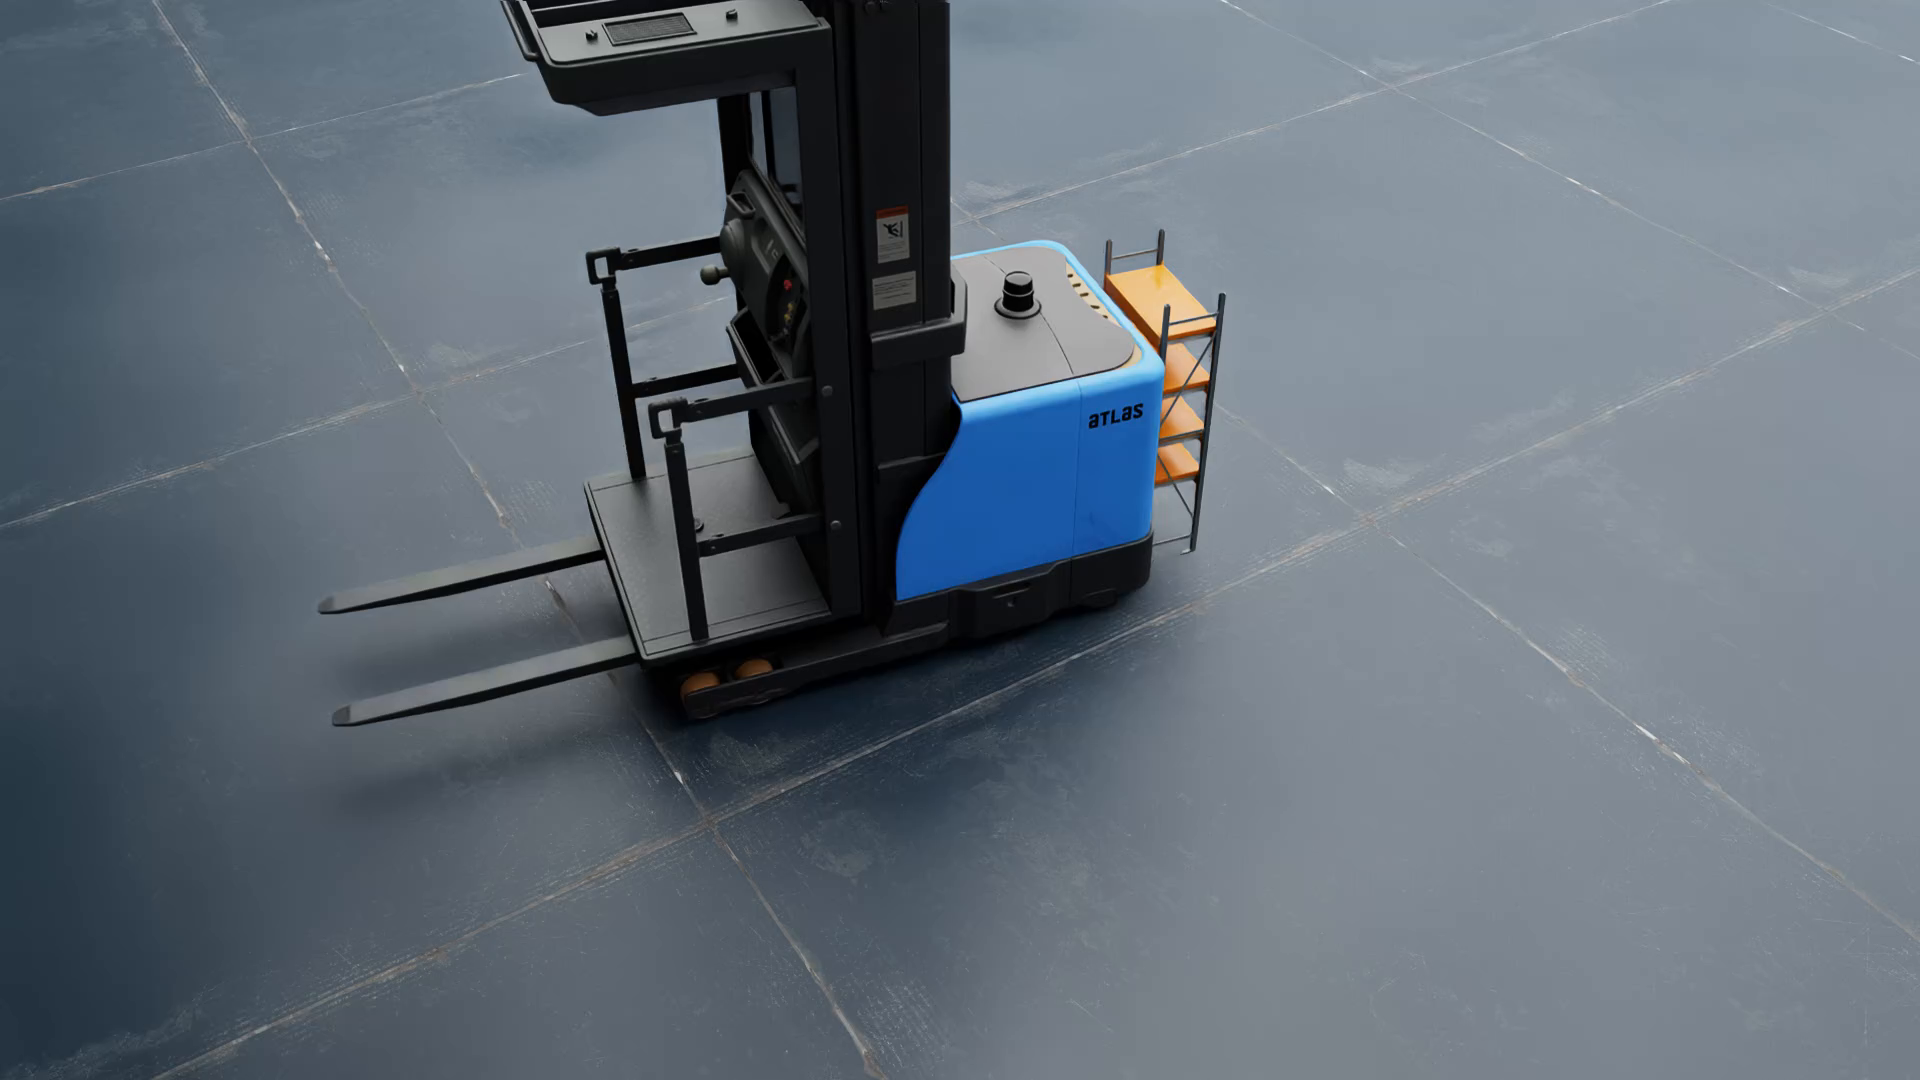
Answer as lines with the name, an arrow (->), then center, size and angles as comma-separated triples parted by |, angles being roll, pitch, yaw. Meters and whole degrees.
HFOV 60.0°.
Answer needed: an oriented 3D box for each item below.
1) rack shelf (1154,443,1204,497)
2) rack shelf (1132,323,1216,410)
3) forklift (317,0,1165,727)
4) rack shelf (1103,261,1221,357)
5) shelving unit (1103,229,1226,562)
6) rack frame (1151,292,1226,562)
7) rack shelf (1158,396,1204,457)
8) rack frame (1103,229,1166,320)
rack shelf -> 0.747, -0.335, 6.630 | 0.258, 0.148, 0.480 | -14, 42, -16
rack shelf -> 0.748, -0.660, 6.360 | 0.258, 0.148, 0.480 | -14, 42, -16
forklift -> -0.833, -0.869, 5.503 | 3.031, 2.935, 1.130 | -14, 42, -16
rack shelf -> 0.748, -0.841, 6.208 | 0.258, 0.148, 0.480 | -14, 42, -16
shelving unit -> 0.748, -0.539, 6.460 | 0.258, 1.200, 0.503 | -14, 42, -16
rack frame -> 0.834, -0.393, 6.285 | 0.240, 1.200, 0.015 | -14, 42, -16
rack shelf -> 0.747, -0.488, 6.503 | 0.258, 0.148, 0.480 | -14, 42, -16
rack frame -> 0.661, -0.685, 6.635 | 0.240, 1.200, 0.015 | -14, 42, -16
